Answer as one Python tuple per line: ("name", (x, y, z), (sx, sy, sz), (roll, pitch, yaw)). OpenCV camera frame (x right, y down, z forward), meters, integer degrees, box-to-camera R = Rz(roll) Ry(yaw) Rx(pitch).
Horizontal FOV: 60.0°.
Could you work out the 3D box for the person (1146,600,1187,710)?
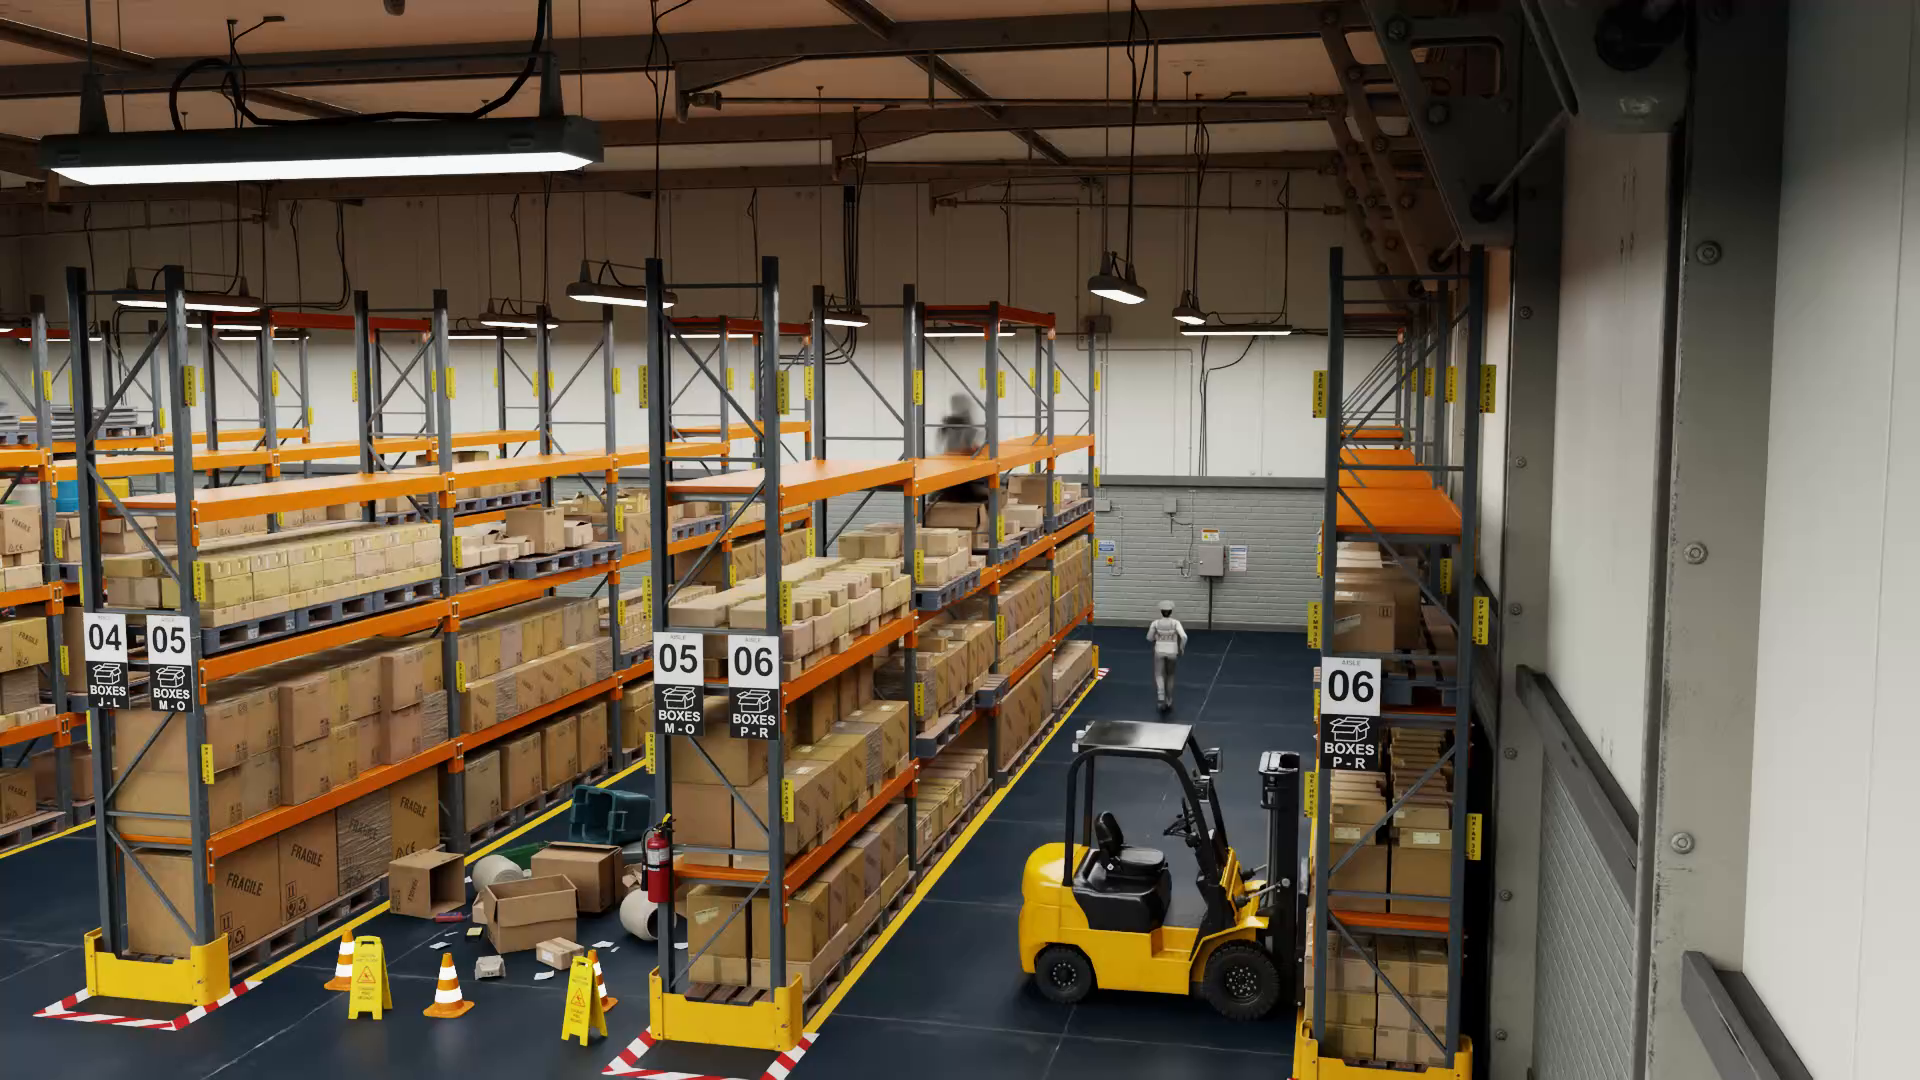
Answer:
("person", (3.134, 1.747, 25.301), (0.613, 1.677, 0.921), (0, 6, 5))
